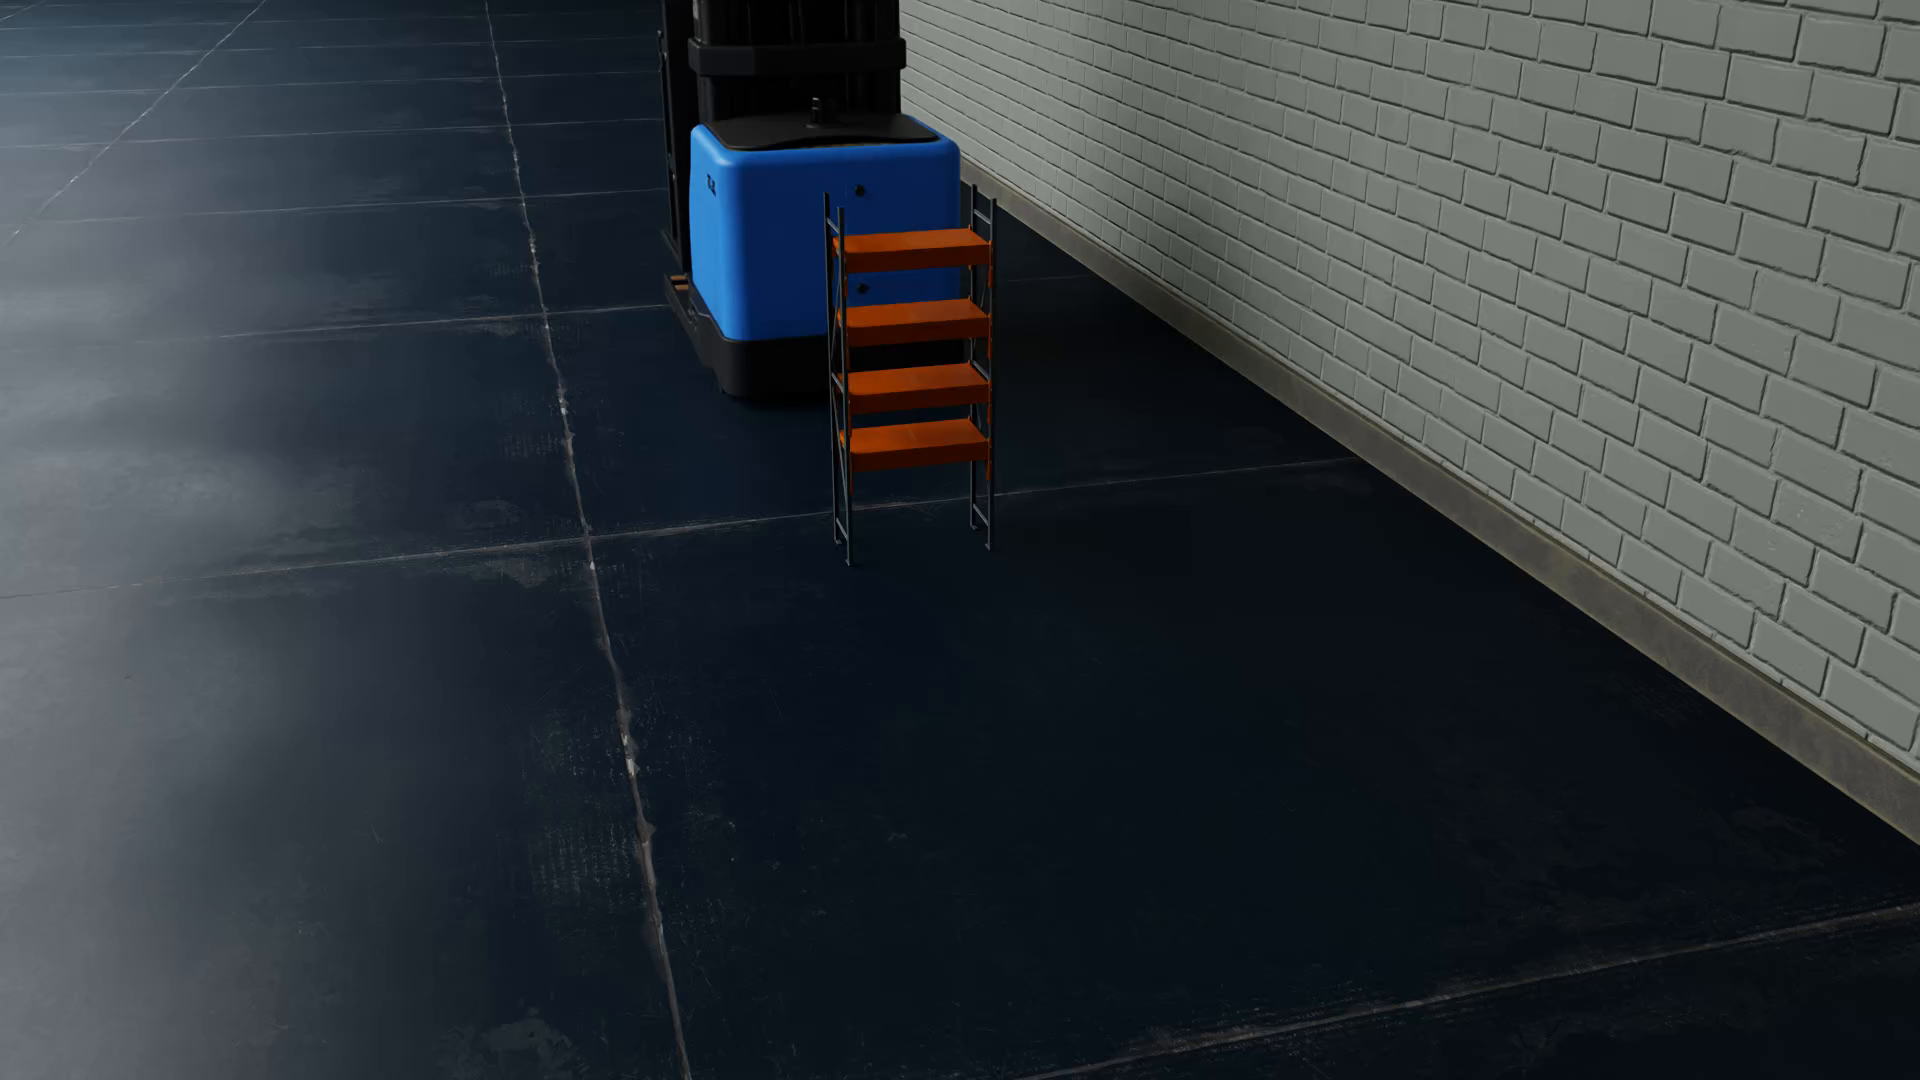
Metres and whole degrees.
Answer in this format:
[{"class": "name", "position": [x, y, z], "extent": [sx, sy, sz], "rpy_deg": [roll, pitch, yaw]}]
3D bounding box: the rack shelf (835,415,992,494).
[{"class": "rack shelf", "position": [-0.159, -0.289, 5.577], "extent": [0.480, 0.148, 0.258], "rpy_deg": [-6, 24, -14]}]

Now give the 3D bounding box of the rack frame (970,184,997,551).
[{"class": "rack frame", "position": [0.076, -0.560, 5.533], "extent": [0.015, 1.200, 0.240], "rpy_deg": [-6, 24, -14]}]

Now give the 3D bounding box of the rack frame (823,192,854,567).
[{"class": "rack frame", "position": [-0.394, -0.508, 5.412], "extent": [0.015, 1.200, 0.240], "rpy_deg": [-6, 24, -14]}]

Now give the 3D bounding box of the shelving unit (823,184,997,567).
[{"class": "shelving unit", "position": [-0.159, -0.534, 5.472], "extent": [0.503, 1.200, 0.258], "rpy_deg": [-6, 24, -14]}]

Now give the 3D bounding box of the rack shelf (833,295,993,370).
[{"class": "rack shelf", "position": [-0.159, -0.678, 5.411], "extent": [0.480, 0.148, 0.258], "rpy_deg": [-6, 24, -14]}]

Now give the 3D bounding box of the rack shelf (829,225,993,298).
[{"class": "rack shelf", "position": [-0.159, -0.895, 5.317], "extent": [0.480, 0.148, 0.258], "rpy_deg": [-6, 24, -14]}]

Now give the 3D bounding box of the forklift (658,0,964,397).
[{"class": "forklift", "position": [-0.886, -2.500, 7.860], "extent": [1.130, 2.935, 3.031], "rpy_deg": [-7, 24, -15]}]

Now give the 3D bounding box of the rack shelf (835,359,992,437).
[{"class": "rack shelf", "position": [-0.159, -0.472, 5.499], "extent": [0.480, 0.148, 0.258], "rpy_deg": [-6, 24, -14]}]
